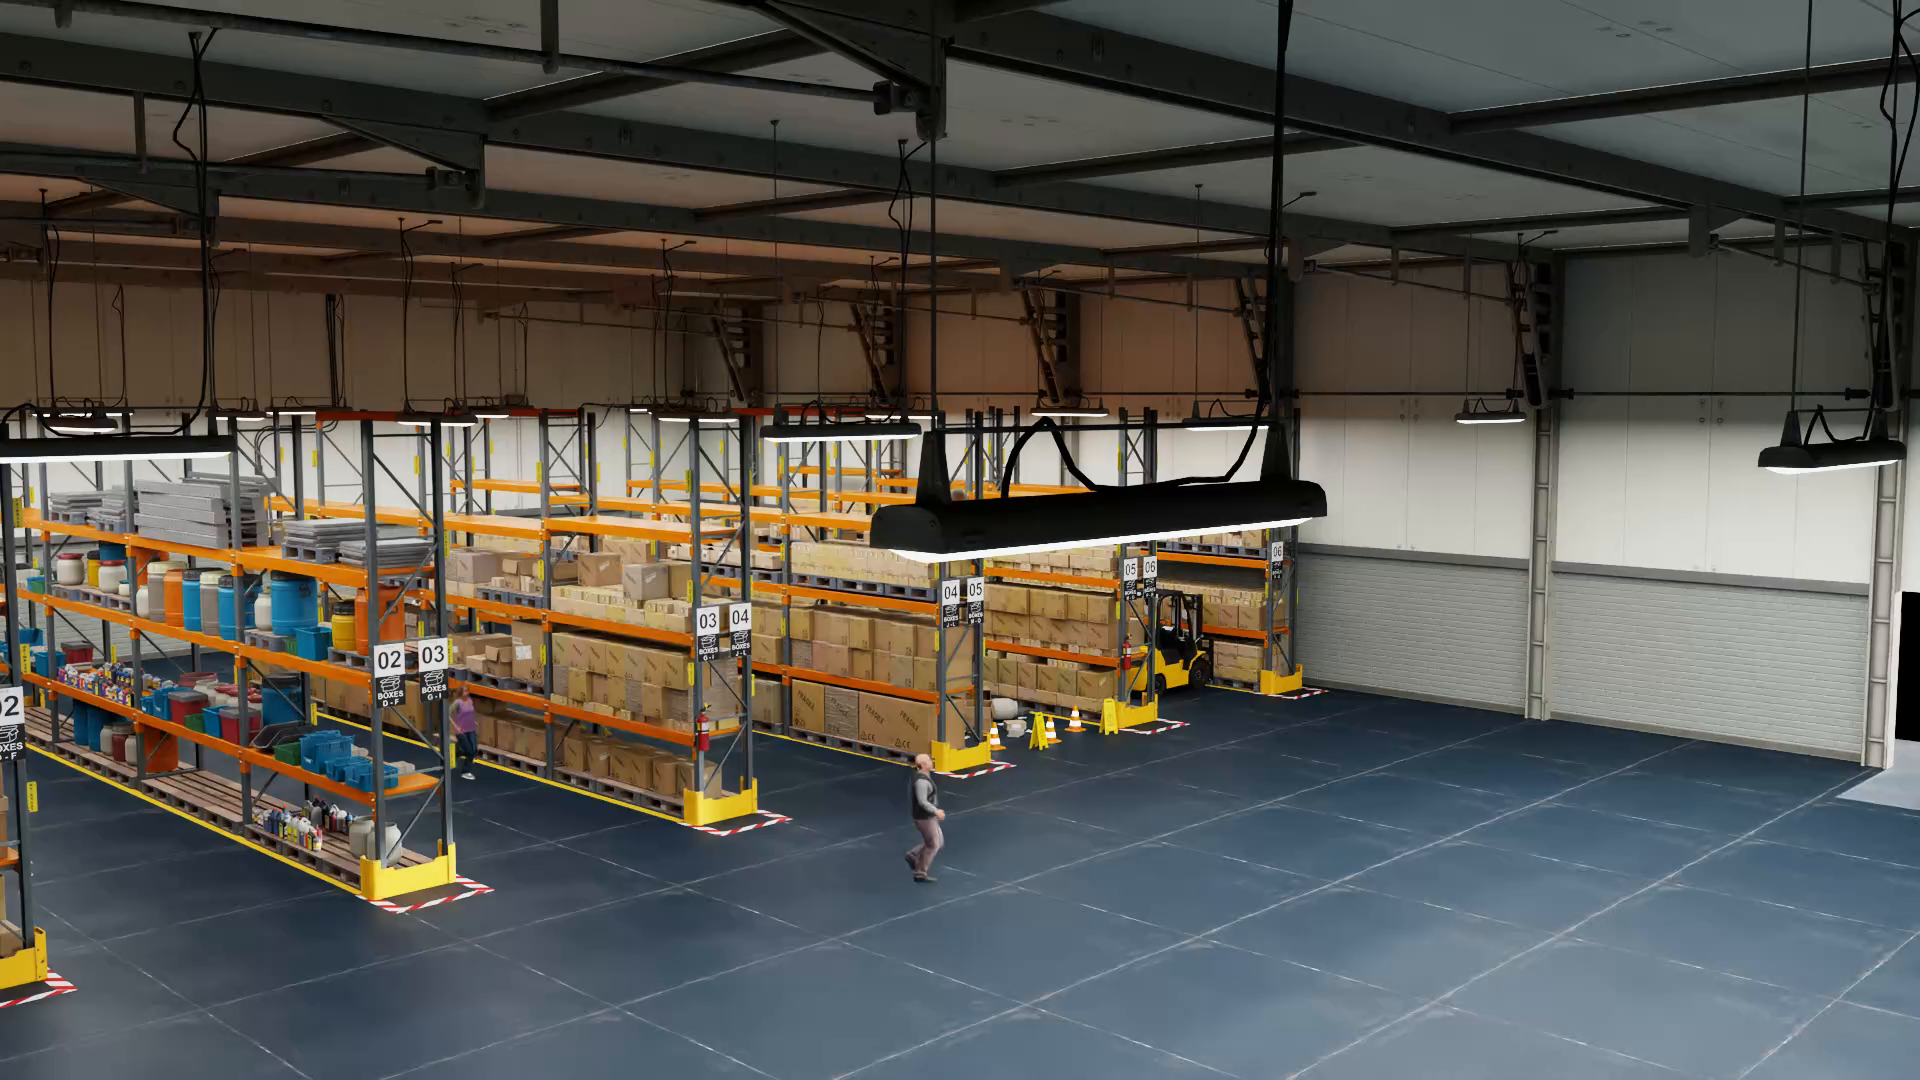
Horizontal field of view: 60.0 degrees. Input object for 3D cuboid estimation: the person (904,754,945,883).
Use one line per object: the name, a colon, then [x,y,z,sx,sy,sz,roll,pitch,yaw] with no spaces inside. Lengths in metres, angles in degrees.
person: [-0.462,3.591,21.534,0.528,1.687,0.666,-1,5,-10]

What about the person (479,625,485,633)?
person: [-9.554,2.539,33.140,0.811,1.735,0.602,4,7,39]

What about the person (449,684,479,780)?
person: [-8.173,3.143,27.329,0.549,1.558,0.537,3,6,34]

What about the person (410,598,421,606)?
person: [-12.674,2.028,38.743,0.660,1.755,0.686,0,5,5]

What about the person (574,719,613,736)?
person: [-6.812,2.710,30.757,0.845,1.807,0.683,4,6,35]
